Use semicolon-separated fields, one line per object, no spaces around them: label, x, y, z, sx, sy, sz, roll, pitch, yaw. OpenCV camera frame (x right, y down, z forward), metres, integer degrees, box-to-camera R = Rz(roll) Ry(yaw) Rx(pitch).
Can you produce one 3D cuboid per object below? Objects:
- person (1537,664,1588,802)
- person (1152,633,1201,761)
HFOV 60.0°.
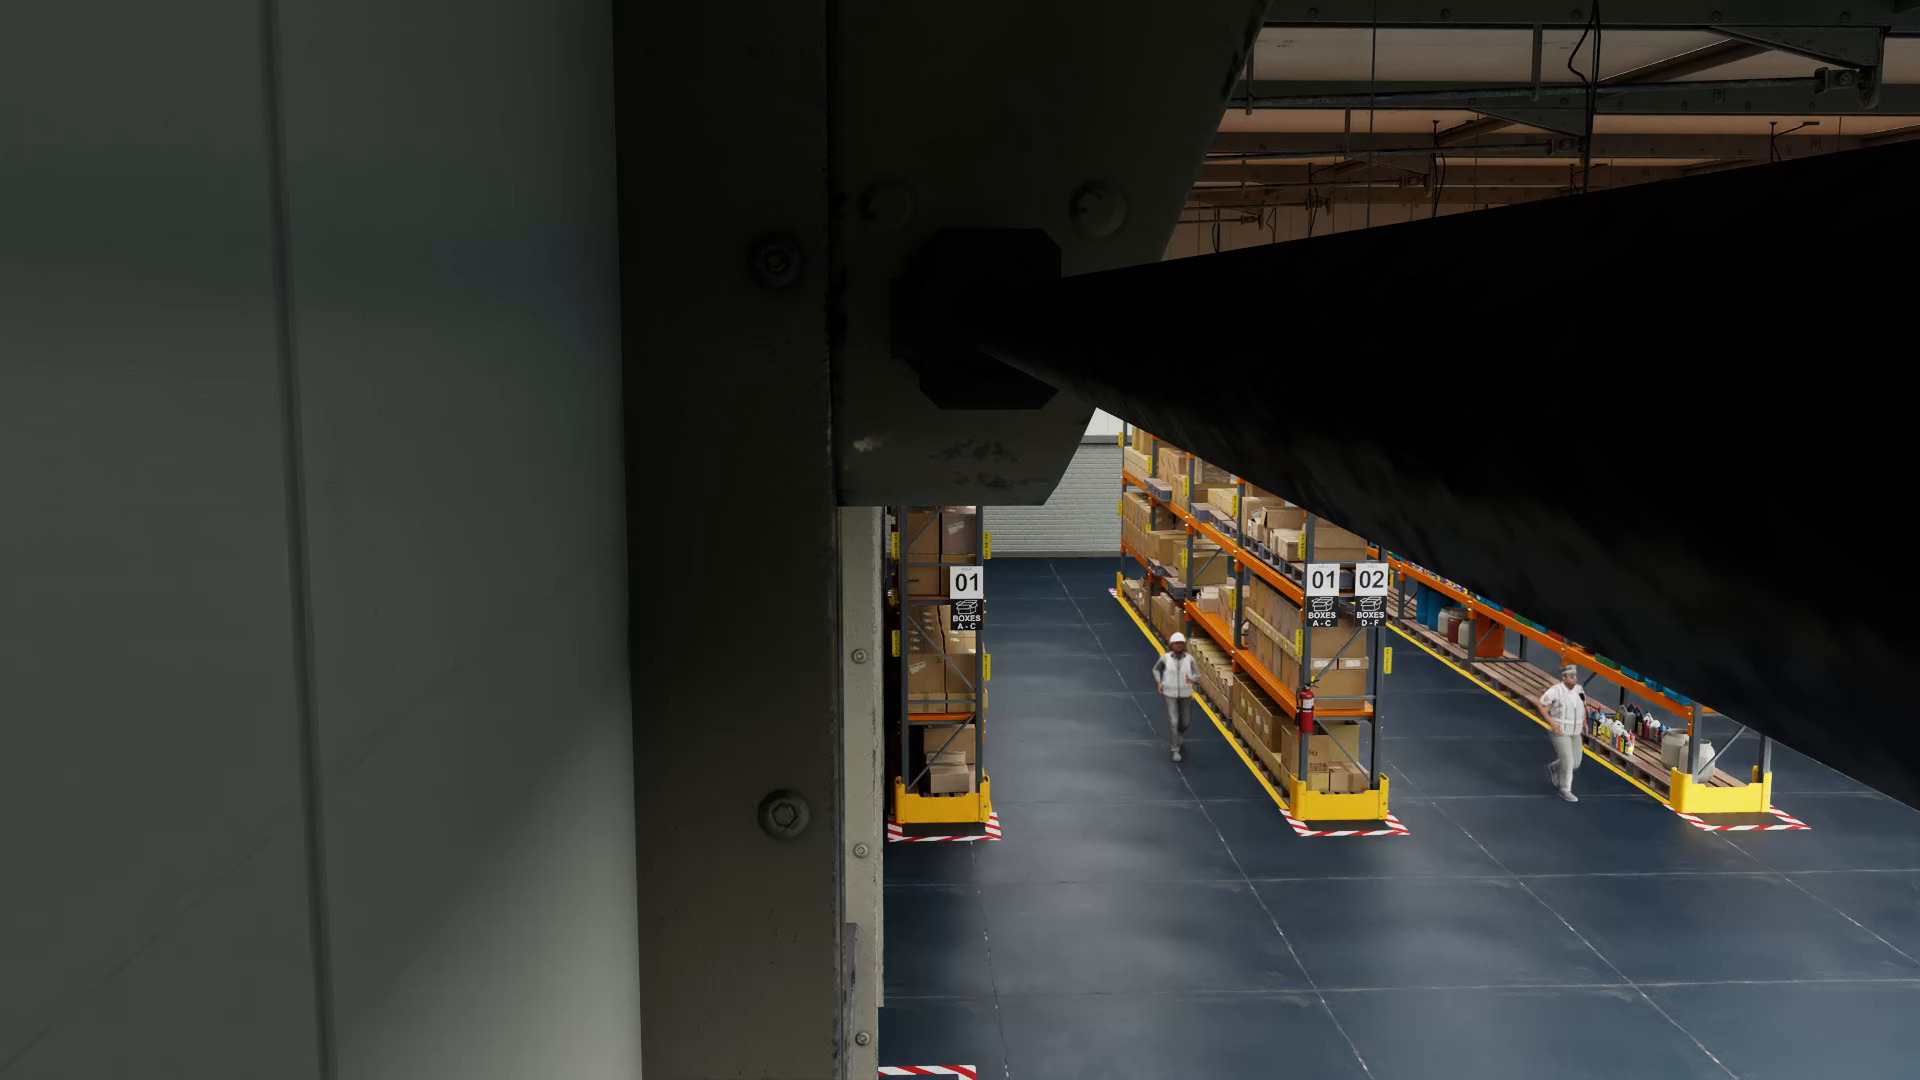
person;7.805;2.450;21.527;0.689;1.759;0.722;-3;8;-18
person;3.057;2.175;23.433;0.667;1.749;0.915;0;8;-2
